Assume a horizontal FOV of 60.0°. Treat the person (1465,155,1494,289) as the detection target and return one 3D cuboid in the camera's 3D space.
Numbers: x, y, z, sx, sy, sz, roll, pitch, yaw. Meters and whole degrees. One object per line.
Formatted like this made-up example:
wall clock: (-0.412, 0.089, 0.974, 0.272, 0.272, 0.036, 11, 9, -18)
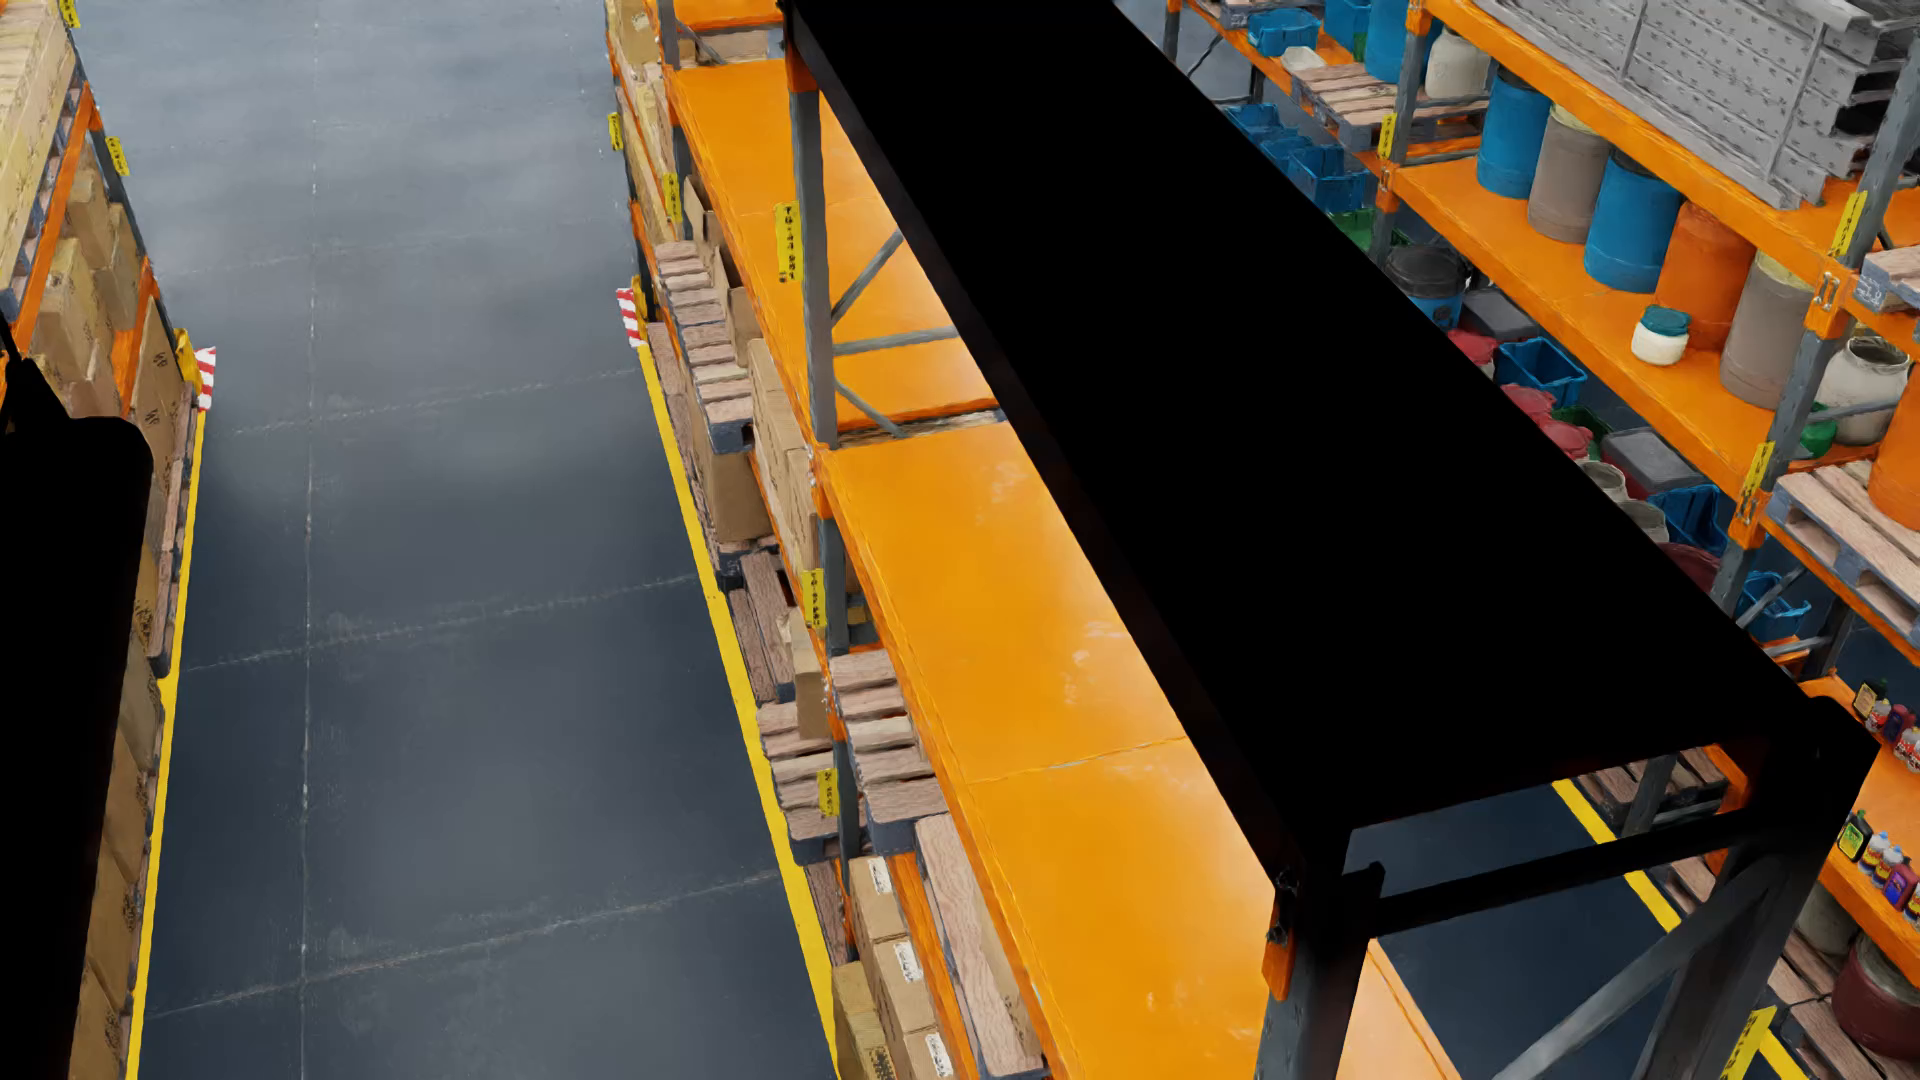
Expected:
person: (4.872, -3.192, 15.395, 0.629, 1.788, 0.477, 31, 48, 33)
